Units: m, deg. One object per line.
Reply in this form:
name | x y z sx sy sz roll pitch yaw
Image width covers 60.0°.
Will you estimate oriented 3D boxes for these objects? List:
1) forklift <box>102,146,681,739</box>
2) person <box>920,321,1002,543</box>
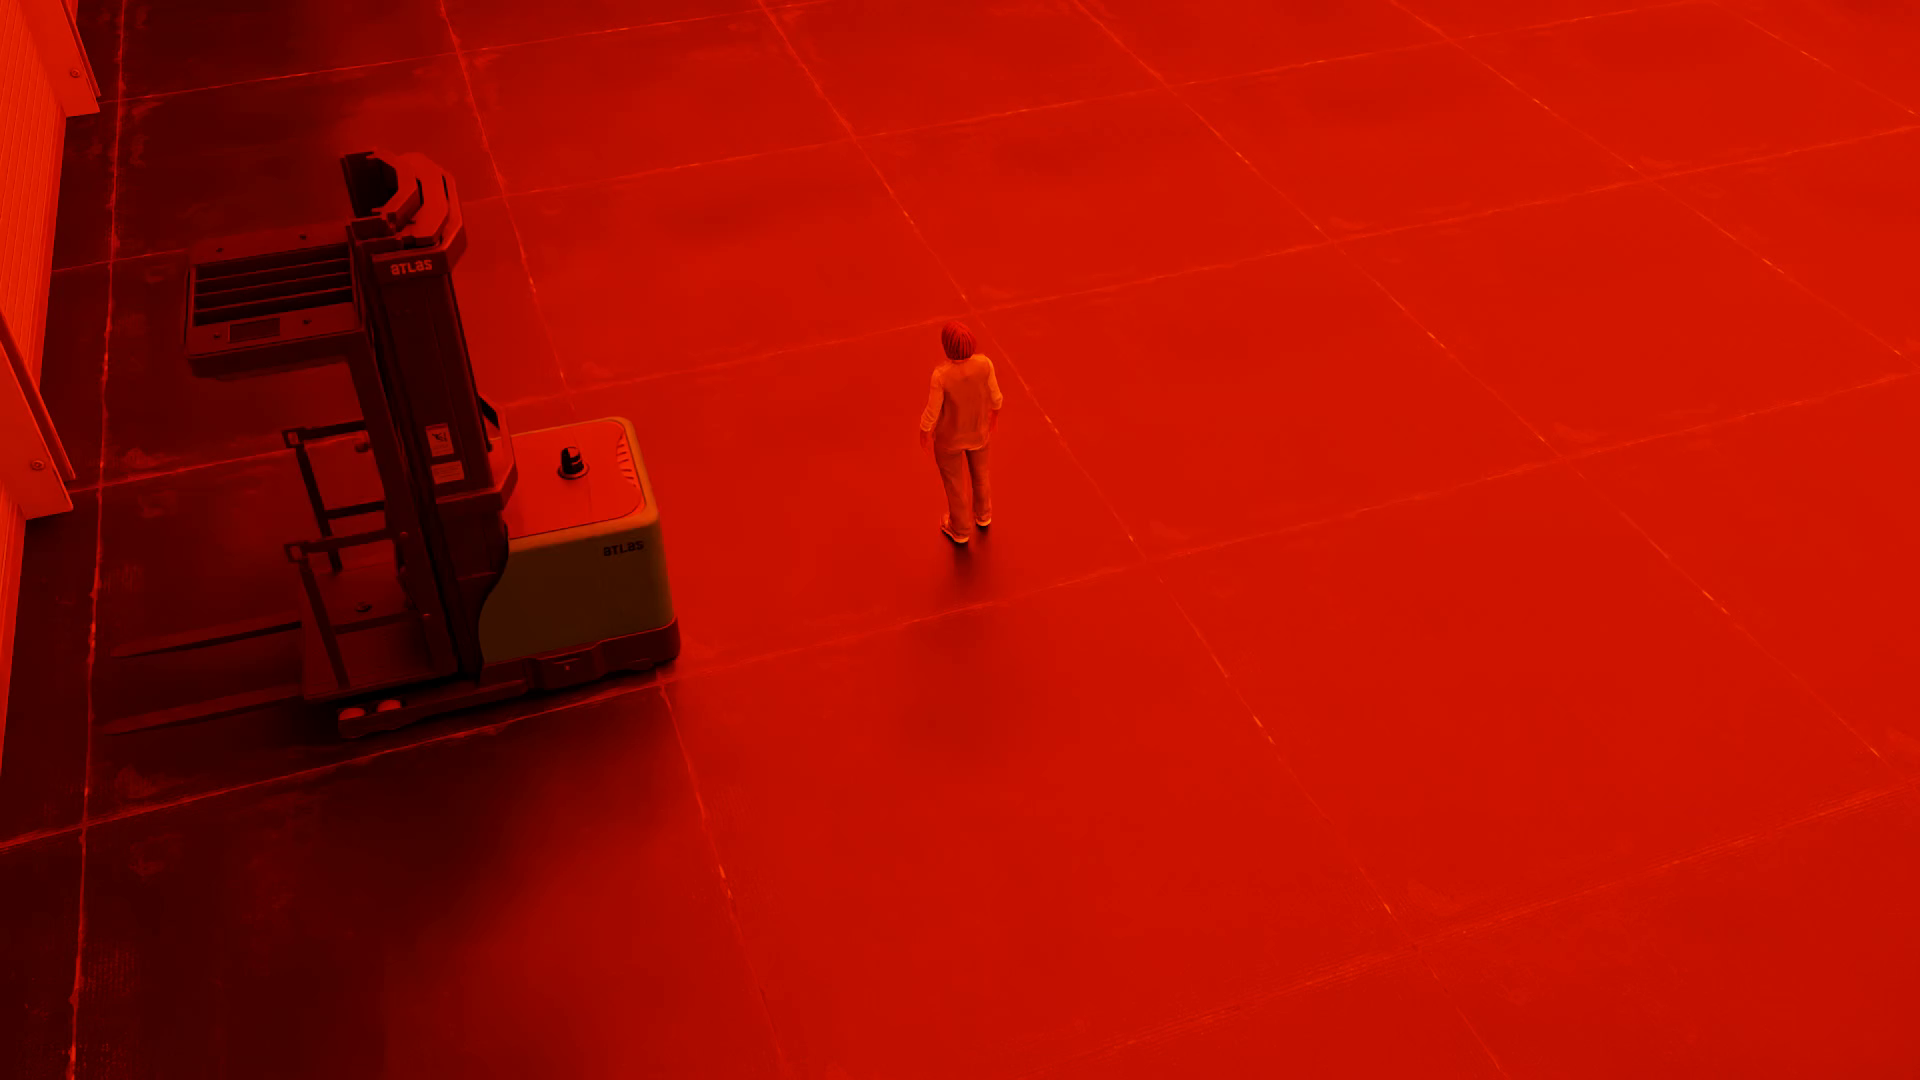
forklift | -3.158 -0.435 8.514 3.031 2.935 1.130 -12 41 -14
person | -0.012 -0.664 9.814 0.521 1.596 0.475 -13 42 -15
